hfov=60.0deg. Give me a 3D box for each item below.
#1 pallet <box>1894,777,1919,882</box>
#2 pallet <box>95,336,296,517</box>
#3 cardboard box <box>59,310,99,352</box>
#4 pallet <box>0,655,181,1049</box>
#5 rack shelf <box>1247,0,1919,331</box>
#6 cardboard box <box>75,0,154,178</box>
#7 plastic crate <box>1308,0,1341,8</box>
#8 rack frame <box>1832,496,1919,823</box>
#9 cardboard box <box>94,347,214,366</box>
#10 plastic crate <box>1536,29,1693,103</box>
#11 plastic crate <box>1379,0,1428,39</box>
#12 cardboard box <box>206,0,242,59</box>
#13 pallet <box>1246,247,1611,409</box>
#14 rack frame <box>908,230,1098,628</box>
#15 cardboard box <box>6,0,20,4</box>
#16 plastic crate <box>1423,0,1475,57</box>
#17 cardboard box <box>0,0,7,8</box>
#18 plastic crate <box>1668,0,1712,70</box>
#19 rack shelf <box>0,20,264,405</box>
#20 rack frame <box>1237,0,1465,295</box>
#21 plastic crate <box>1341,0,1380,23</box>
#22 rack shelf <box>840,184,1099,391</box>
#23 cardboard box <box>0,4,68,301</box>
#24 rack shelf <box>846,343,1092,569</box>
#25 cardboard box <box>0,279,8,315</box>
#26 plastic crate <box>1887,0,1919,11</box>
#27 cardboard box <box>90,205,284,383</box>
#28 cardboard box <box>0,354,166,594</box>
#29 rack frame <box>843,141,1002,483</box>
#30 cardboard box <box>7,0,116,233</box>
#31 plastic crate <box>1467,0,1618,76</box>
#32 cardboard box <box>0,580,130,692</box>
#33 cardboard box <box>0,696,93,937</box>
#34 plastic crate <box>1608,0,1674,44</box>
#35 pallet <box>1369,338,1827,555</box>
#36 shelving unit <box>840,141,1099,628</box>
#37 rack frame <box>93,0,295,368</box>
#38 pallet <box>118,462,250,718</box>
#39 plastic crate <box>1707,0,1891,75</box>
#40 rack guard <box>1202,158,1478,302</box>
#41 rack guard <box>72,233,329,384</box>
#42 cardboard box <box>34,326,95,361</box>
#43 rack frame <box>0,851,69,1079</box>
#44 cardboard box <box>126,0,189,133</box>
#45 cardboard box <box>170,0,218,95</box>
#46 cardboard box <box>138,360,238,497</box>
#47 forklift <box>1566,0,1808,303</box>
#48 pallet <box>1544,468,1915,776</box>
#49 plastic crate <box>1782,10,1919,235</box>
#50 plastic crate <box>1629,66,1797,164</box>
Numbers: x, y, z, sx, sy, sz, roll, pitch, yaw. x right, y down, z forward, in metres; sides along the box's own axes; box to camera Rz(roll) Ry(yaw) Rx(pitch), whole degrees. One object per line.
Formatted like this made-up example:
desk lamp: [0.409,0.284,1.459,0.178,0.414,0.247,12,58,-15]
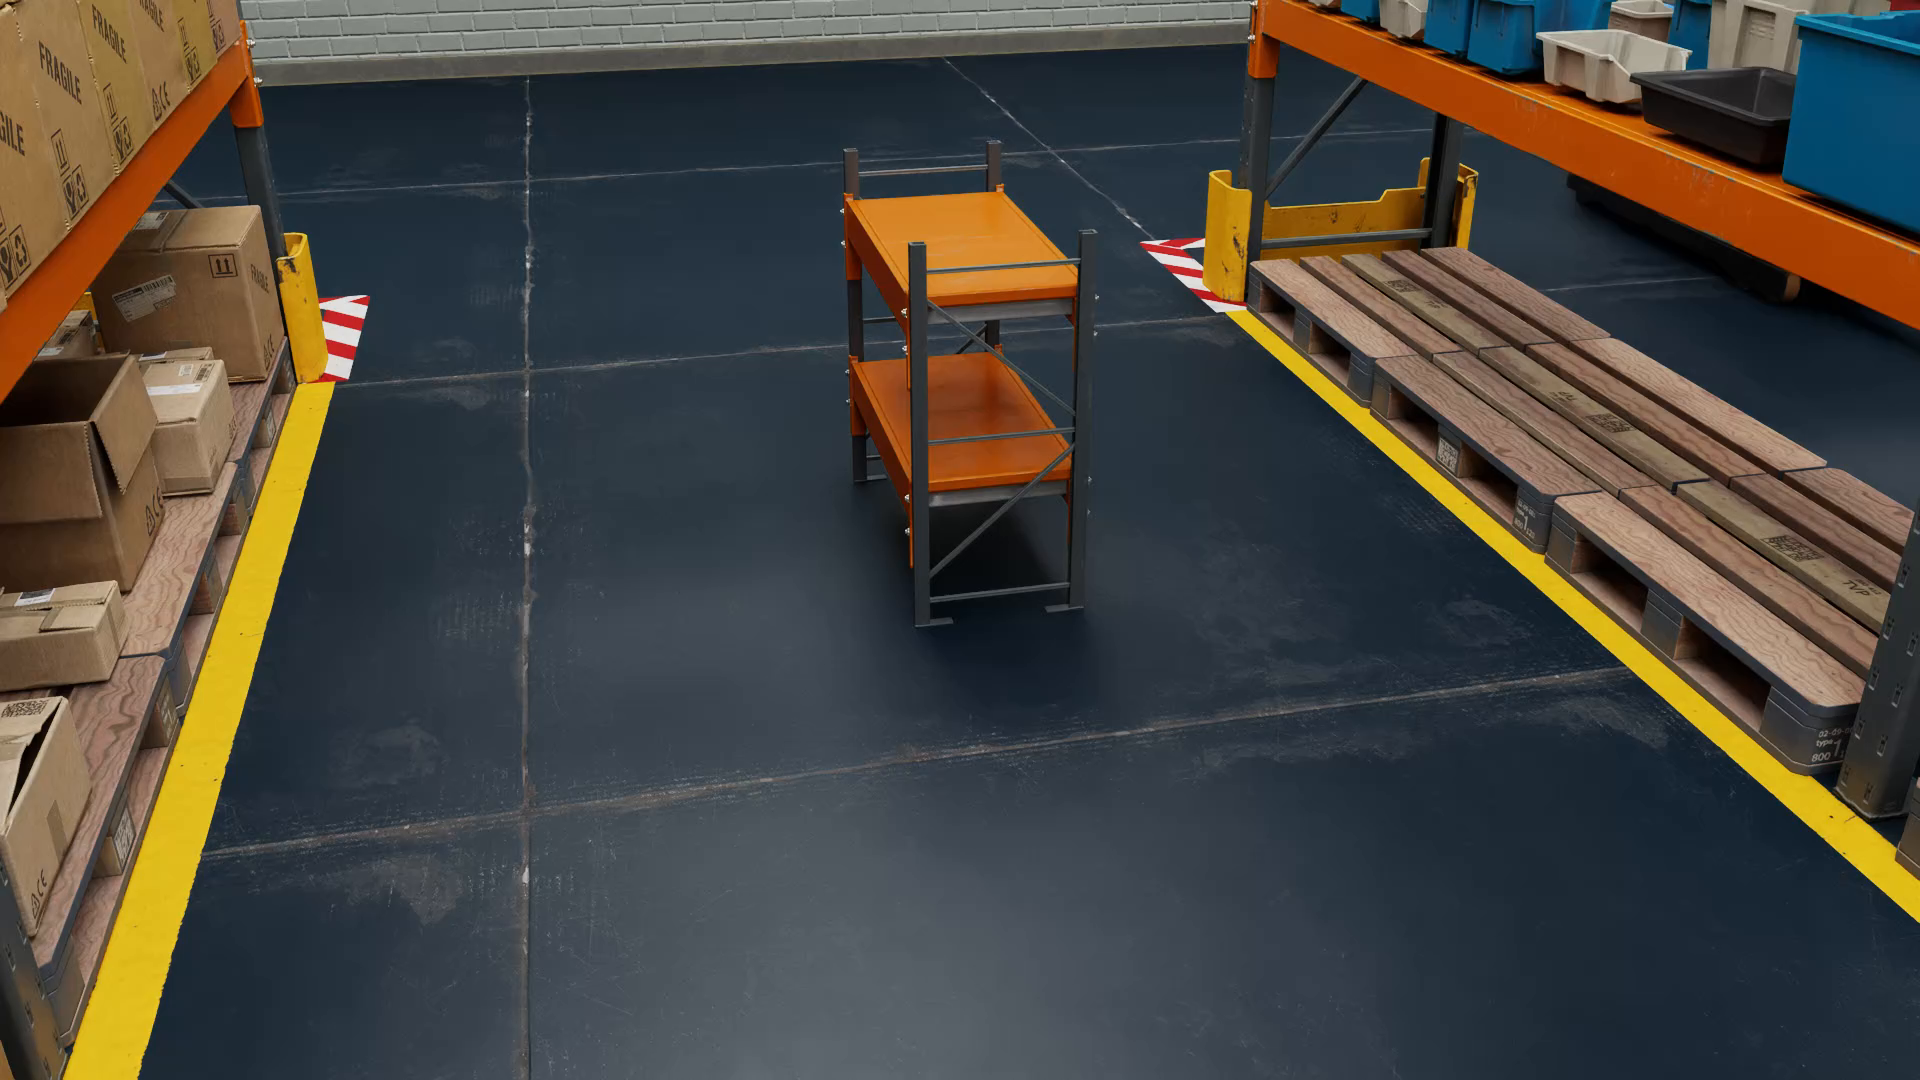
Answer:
pallet: [2.750,0.839,3.353,1.003,0.211,1.213,-6,27,-12]
pallet: [-2.914,-0.375,5.759,1.003,0.211,1.213,-6,27,-12]
cardboard box: [-3.352,-0.708,6.000,0.380,0.149,0.250,-6,27,-12]
pallet: [-2.364,0.696,3.637,1.003,0.211,1.213,-6,27,-12]
rack shelf: [2.166,-1.306,5.306,1.077,0.370,4.000,-6,27,-12]
cardboard box: [-2.404,-1.211,4.209,0.500,0.500,0.500,-6,27,-12]
plastic crate: [1.442,-2.123,6.353,0.250,0.136,0.298,-6,27,-12]
rack frame: [2.617,-0.749,3.404,1.000,3.000,0.127,-6,27,-12]
cardboard box: [-2.745,-0.534,5.636,0.380,0.166,0.250,-6,27,-12]
plastic crate: [1.932,-1.392,4.904,0.293,0.136,0.466,-6,27,-12]
plastic crate: [1.595,-1.825,5.763,0.250,0.136,0.298,-6,27,-12]
cardboard box: [-2.745,-1.879,5.533,0.500,0.500,0.500,-5,27,-10]
pallet: [1.863,-0.894,6.787,1.003,0.211,1.213,-6,27,-12]
rack frame: [0.113,-0.282,4.560,0.500,1.125,0.032,-6,27,-12]
cardboard box: [-2.274,-1.426,3.526,0.500,0.500,0.500,-7,28,-13]
plastic crate: [1.747,-1.737,5.482,0.416,0.233,0.300,-6,27,-12]
cardboard box: [-2.159,-1.200,3.078,0.500,0.500,0.500,-7,28,-13]
plastic crate: [2.428,-1.581,5.173,0.416,0.233,0.300,-6,27,-12]
rack shelf: [-2.661,-0.804,4.313,1.077,0.370,4.000,-6,27,-12]
rack frame: [1.715,-2.505,6.883,1.000,3.000,0.127,-6,27,-12]
plastic crate: [1.599,-2.026,6.054,0.416,0.233,0.300,-6,27,-12]
rack shelf: [-0.002,-0.766,4.871,0.538,0.278,1.000,-6,27,-12]
cardboard box: [-2.178,-0.768,3.331,0.500,0.500,0.500,-5,27,-11]
rack shelf: [-0.002,-0.287,5.113,0.538,0.278,1.000,-6,27,-12]
cardboard box: [-2.059,-0.543,2.887,0.500,0.500,0.500,-5,27,-10]
plastic crate: [2.660,-1.221,4.204,0.402,0.464,0.583,-6,27,-12]
cardboard box: [-2.749,-0.870,5.931,0.500,0.500,0.500,-6,27,-12]
cardboard box: [-2.638,-0.154,4.508,0.797,0.503,0.637,-6,27,-12]
rack frame: [-0.116,-0.728,5.445,0.500,1.125,0.032,-6,27,-12]
cardboard box: [-2.288,-0.988,3.767,0.500,0.500,0.500,-6,27,-12]
plastic crate: [1.815,-1.605,5.220,0.416,0.233,0.300,-6,27,-12]
cardboard box: [-2.298,0.236,4.109,0.380,0.166,0.250,-6,27,-12]
cardboard box: [-2.094,0.550,3.326,0.500,0.311,0.500,-6,27,-12]
plastic crate: [2.298,-1.698,5.510,0.298,0.136,0.250,-6,27,-12]
pallet: [2.135,-0.359,5.728,1.003,0.211,1.213,-6,27,-12]
shelving unit: [-0.002,-0.505,5.002,0.538,1.125,1.048,-6,27,-12]
rack frame: [-3.111,-2.003,5.890,1.000,3.000,0.127,-6,27,-12]
pallet: [-2.642,0.159,4.700,1.003,0.211,1.213,-6,27,-12]
plastic crate: [2.452,-1.412,4.783,0.437,0.282,0.530,-6,27,-12]
rack guard: [1.697,-1.398,7.465,1.175,0.500,0.348,-6,27,-12]
rack guard: [-3.094,-0.854,6.387,1.175,0.500,0.348,-6,27,-12]
cardboard box: [-3.153,-0.485,5.446,0.500,0.250,0.500,-6,27,-12]
rack frame: [-2.210,-0.247,2.411,1.000,3.000,0.127,-6,27,-12]
cardboard box: [-2.518,-1.432,4.647,0.500,0.500,0.500,-6,27,-11]
cardboard box: [-2.625,-1.652,5.082,0.500,0.500,0.500,-6,27,-11]
cardboard box: [-2.564,-0.338,5.155,0.500,0.250,0.500,-6,27,-12]
forklift: [4.029,-2.531,7.011,1.130,2.935,3.031,-6,27,-11]
pallet: [2.413,0.177,4.665,1.003,0.211,1.213,-6,27,-12]
plastic crate: [2.179,-0.939,3.732,0.392,0.384,0.575,-6,27,-12]
plastic crate: [2.103,-1.117,4.372,0.437,0.125,0.590,-6,27,-12]
